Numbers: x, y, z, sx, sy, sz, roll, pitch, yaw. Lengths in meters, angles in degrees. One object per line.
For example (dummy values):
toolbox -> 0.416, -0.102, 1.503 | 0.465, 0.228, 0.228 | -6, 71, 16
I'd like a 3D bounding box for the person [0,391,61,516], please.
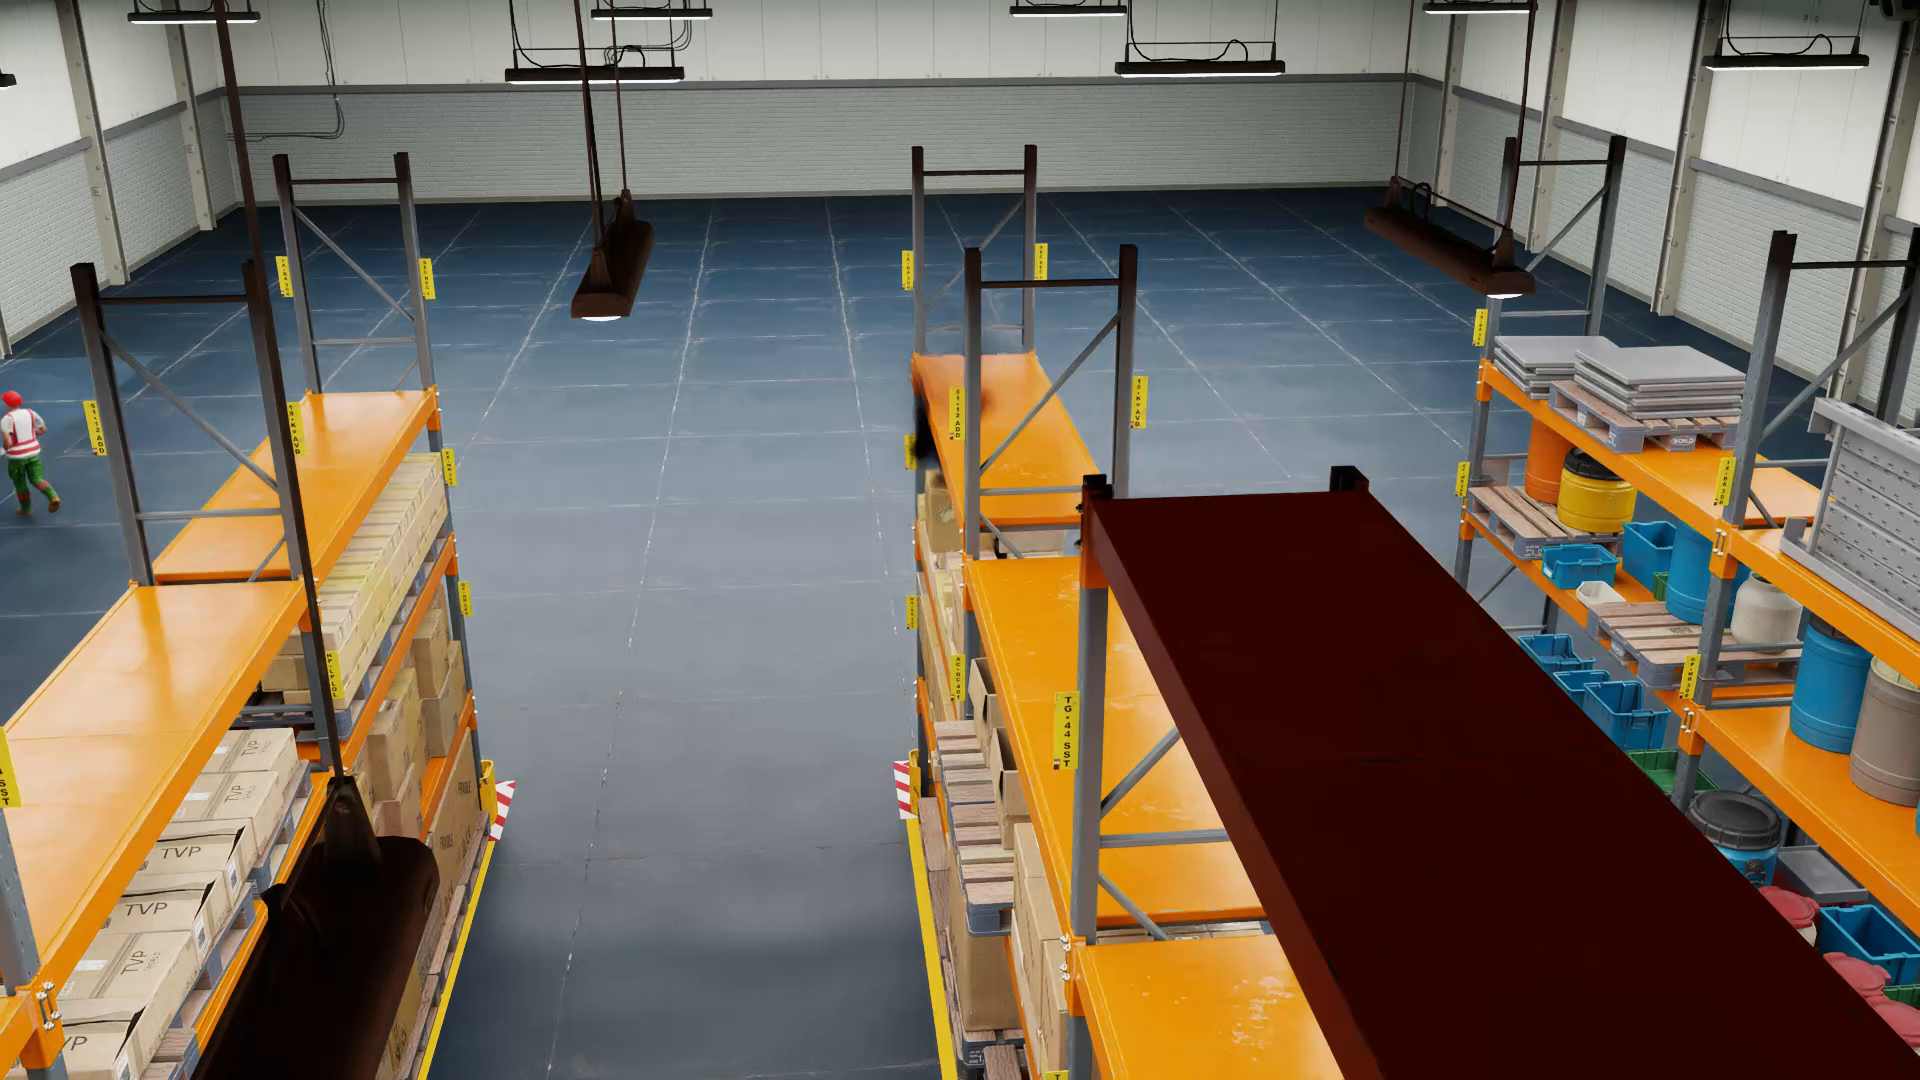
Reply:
person -> -12.388, -1.116, 22.049 | 0.953, 1.778, 0.657 | 13, 25, 30
